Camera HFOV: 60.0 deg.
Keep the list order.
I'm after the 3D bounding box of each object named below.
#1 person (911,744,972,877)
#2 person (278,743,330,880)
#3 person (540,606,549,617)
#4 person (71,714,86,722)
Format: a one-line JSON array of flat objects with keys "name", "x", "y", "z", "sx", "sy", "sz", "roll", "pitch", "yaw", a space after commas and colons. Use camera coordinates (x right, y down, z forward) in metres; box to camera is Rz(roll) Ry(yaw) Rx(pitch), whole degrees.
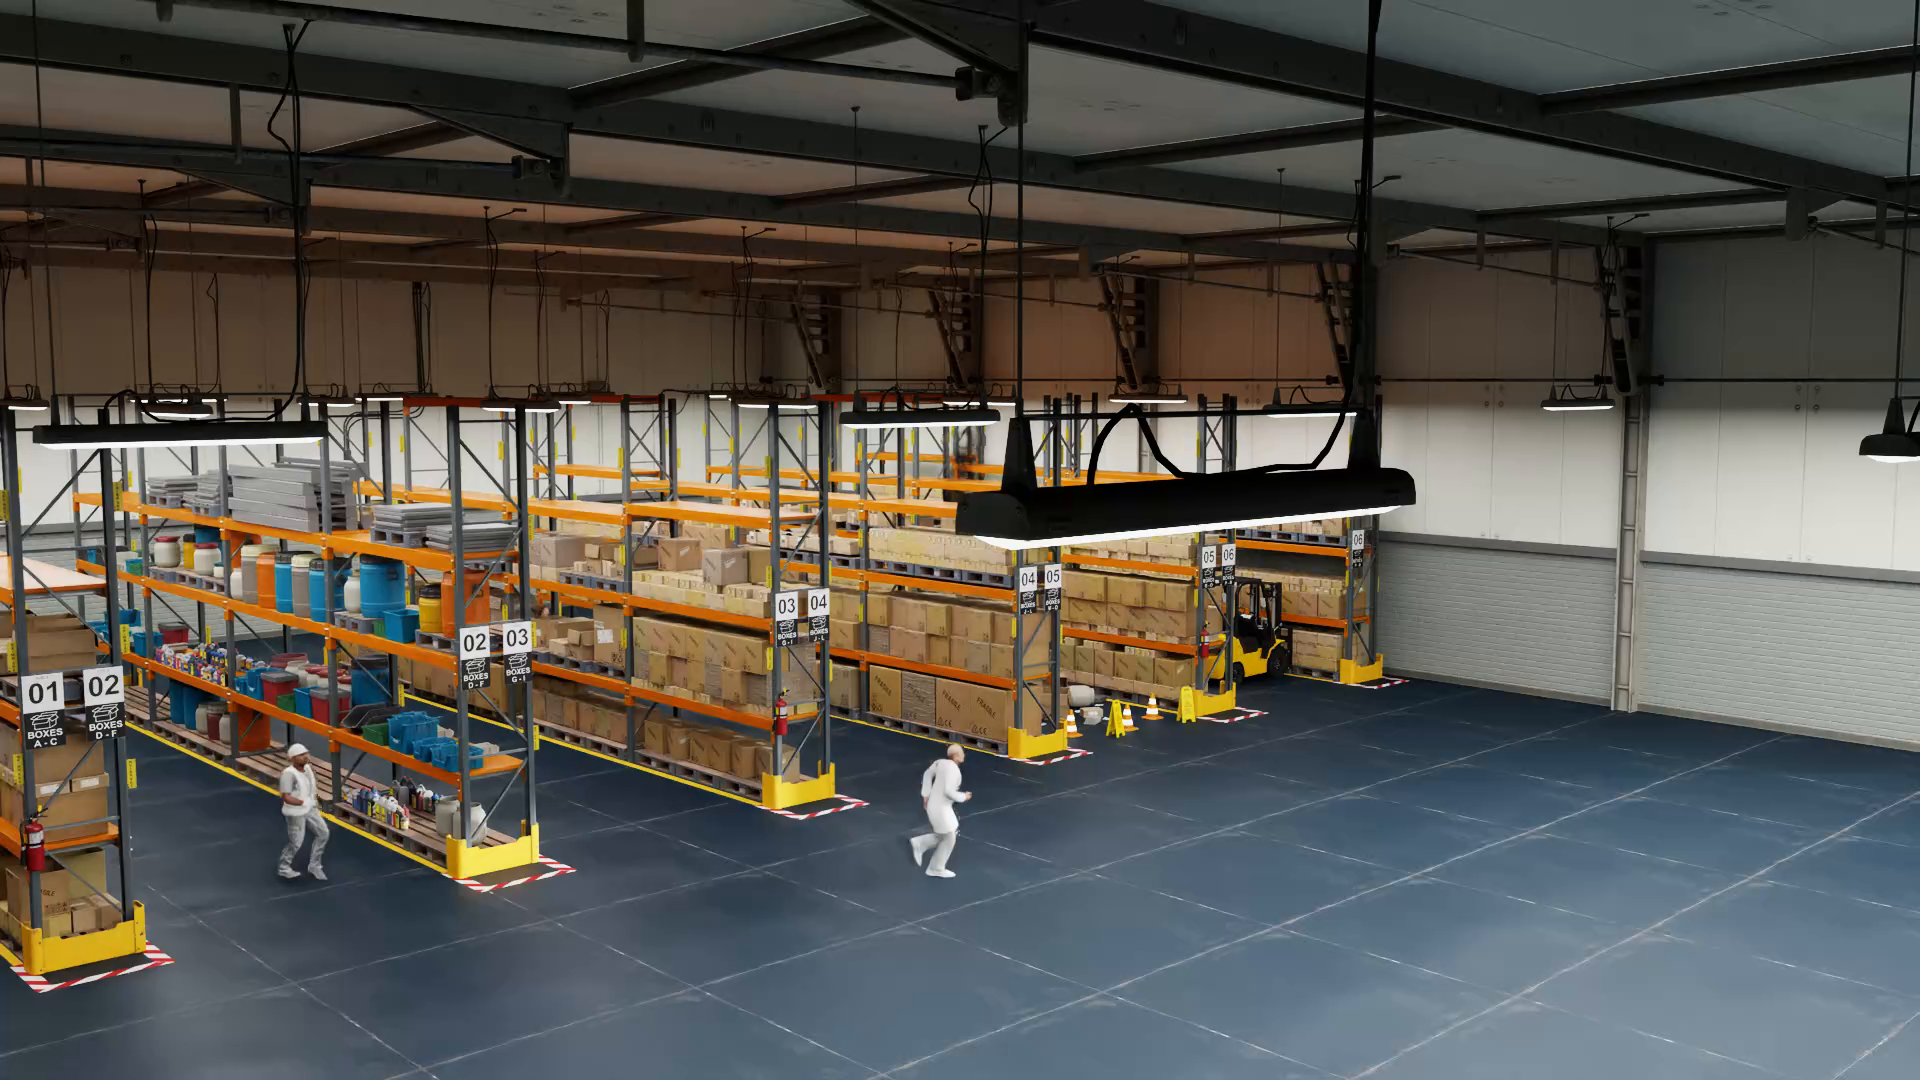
[{"name": "person", "x": -0.234, "y": 3.454, "z": 21.118, "sx": 0.778, "sy": 1.726, "sz": 0.697, "roll": -1, "pitch": 6, "yaw": -11}, {"name": "person", "x": -8.326, "y": 3.450, "z": 20.887, "sx": 0.659, "sy": 1.828, "sz": 0.707, "roll": 1, "pitch": 6, "yaw": 9}, {"name": "person", "x": -8.652, "y": 2.184, "z": 34.583, "sx": 0.605, "sy": 1.643, "sz": 0.600, "roll": 5, "pitch": 7, "yaw": 40}, {"name": "person", "x": -13.147, "y": 3.119, "z": 24.948, "sx": 0.694, "sy": 1.670, "sz": 0.579, "roll": 5, "pitch": 8, "yaw": 43}]
